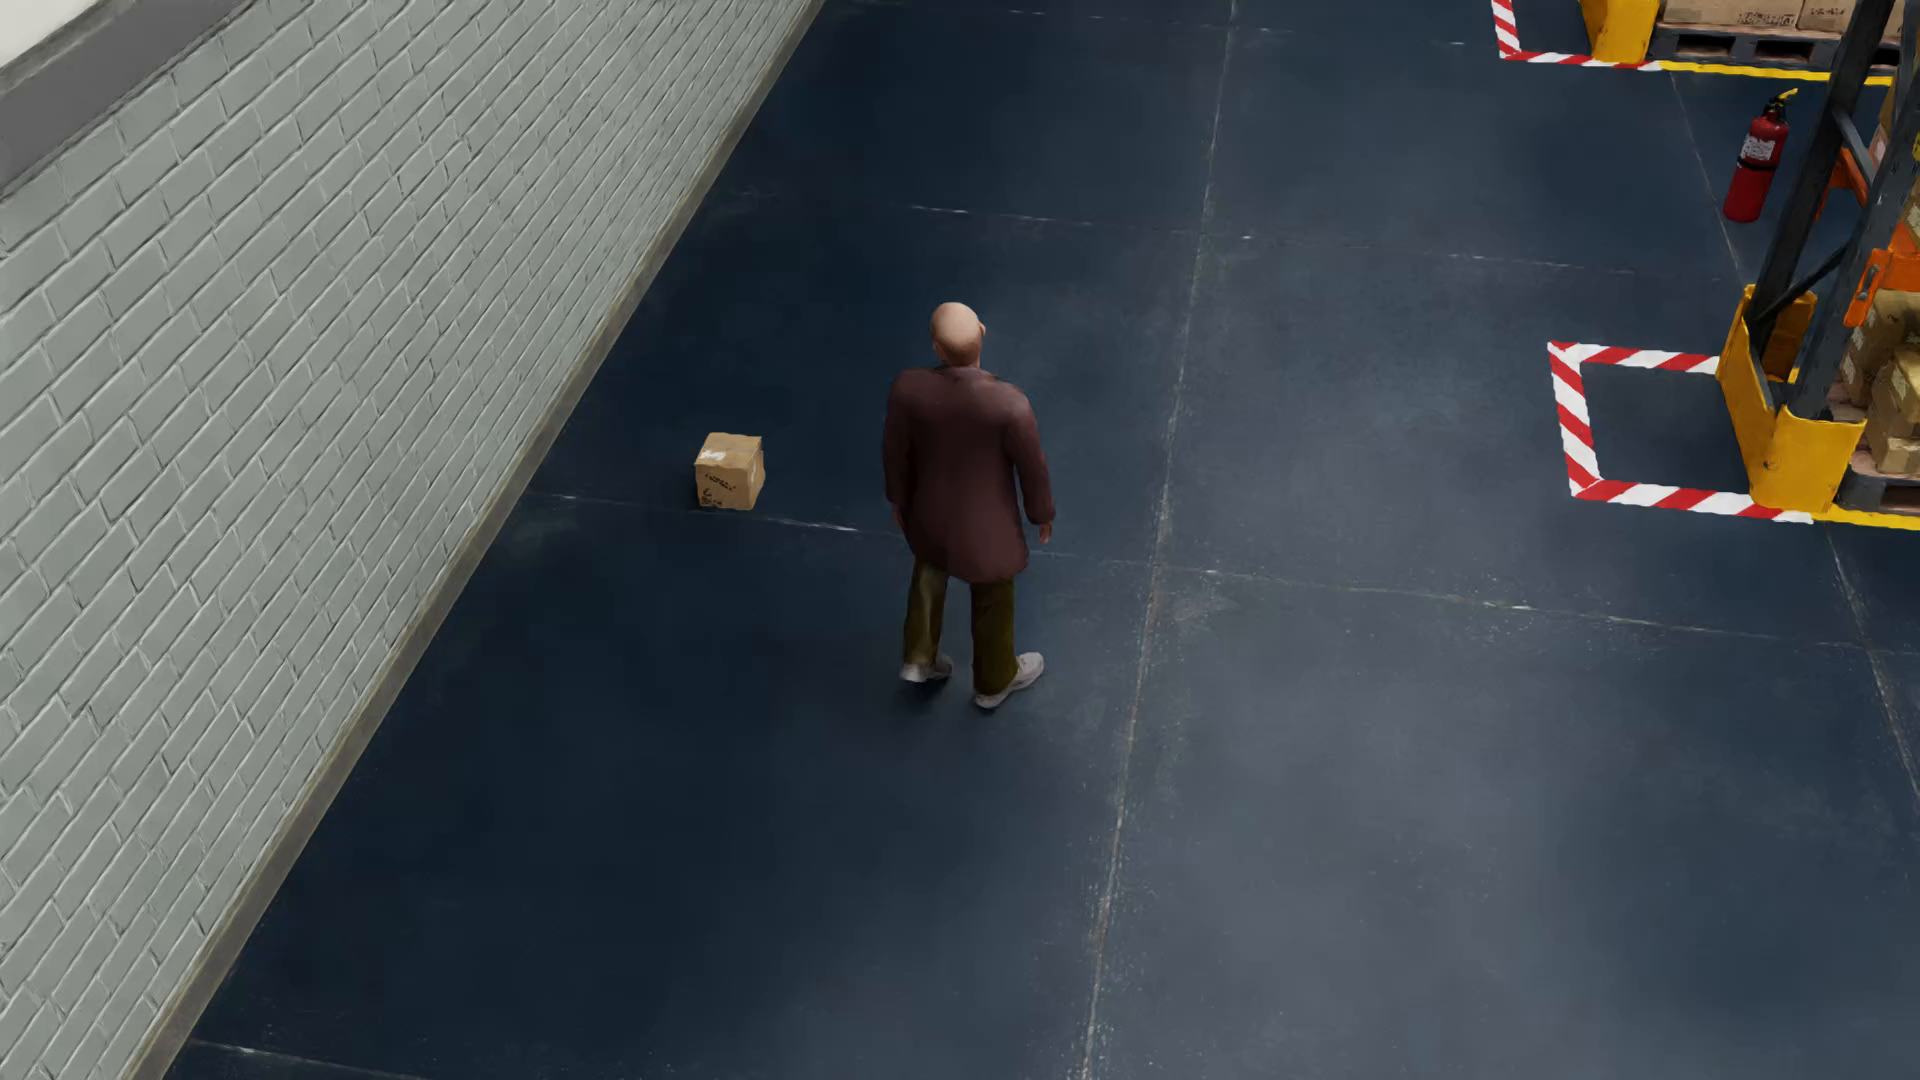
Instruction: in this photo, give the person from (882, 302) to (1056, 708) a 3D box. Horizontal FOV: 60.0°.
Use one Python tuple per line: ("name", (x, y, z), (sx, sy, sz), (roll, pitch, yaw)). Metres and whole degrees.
("person", (0.023, -0.096, 6.256), (0.650, 1.779, 0.506), (15, 42, 17))
